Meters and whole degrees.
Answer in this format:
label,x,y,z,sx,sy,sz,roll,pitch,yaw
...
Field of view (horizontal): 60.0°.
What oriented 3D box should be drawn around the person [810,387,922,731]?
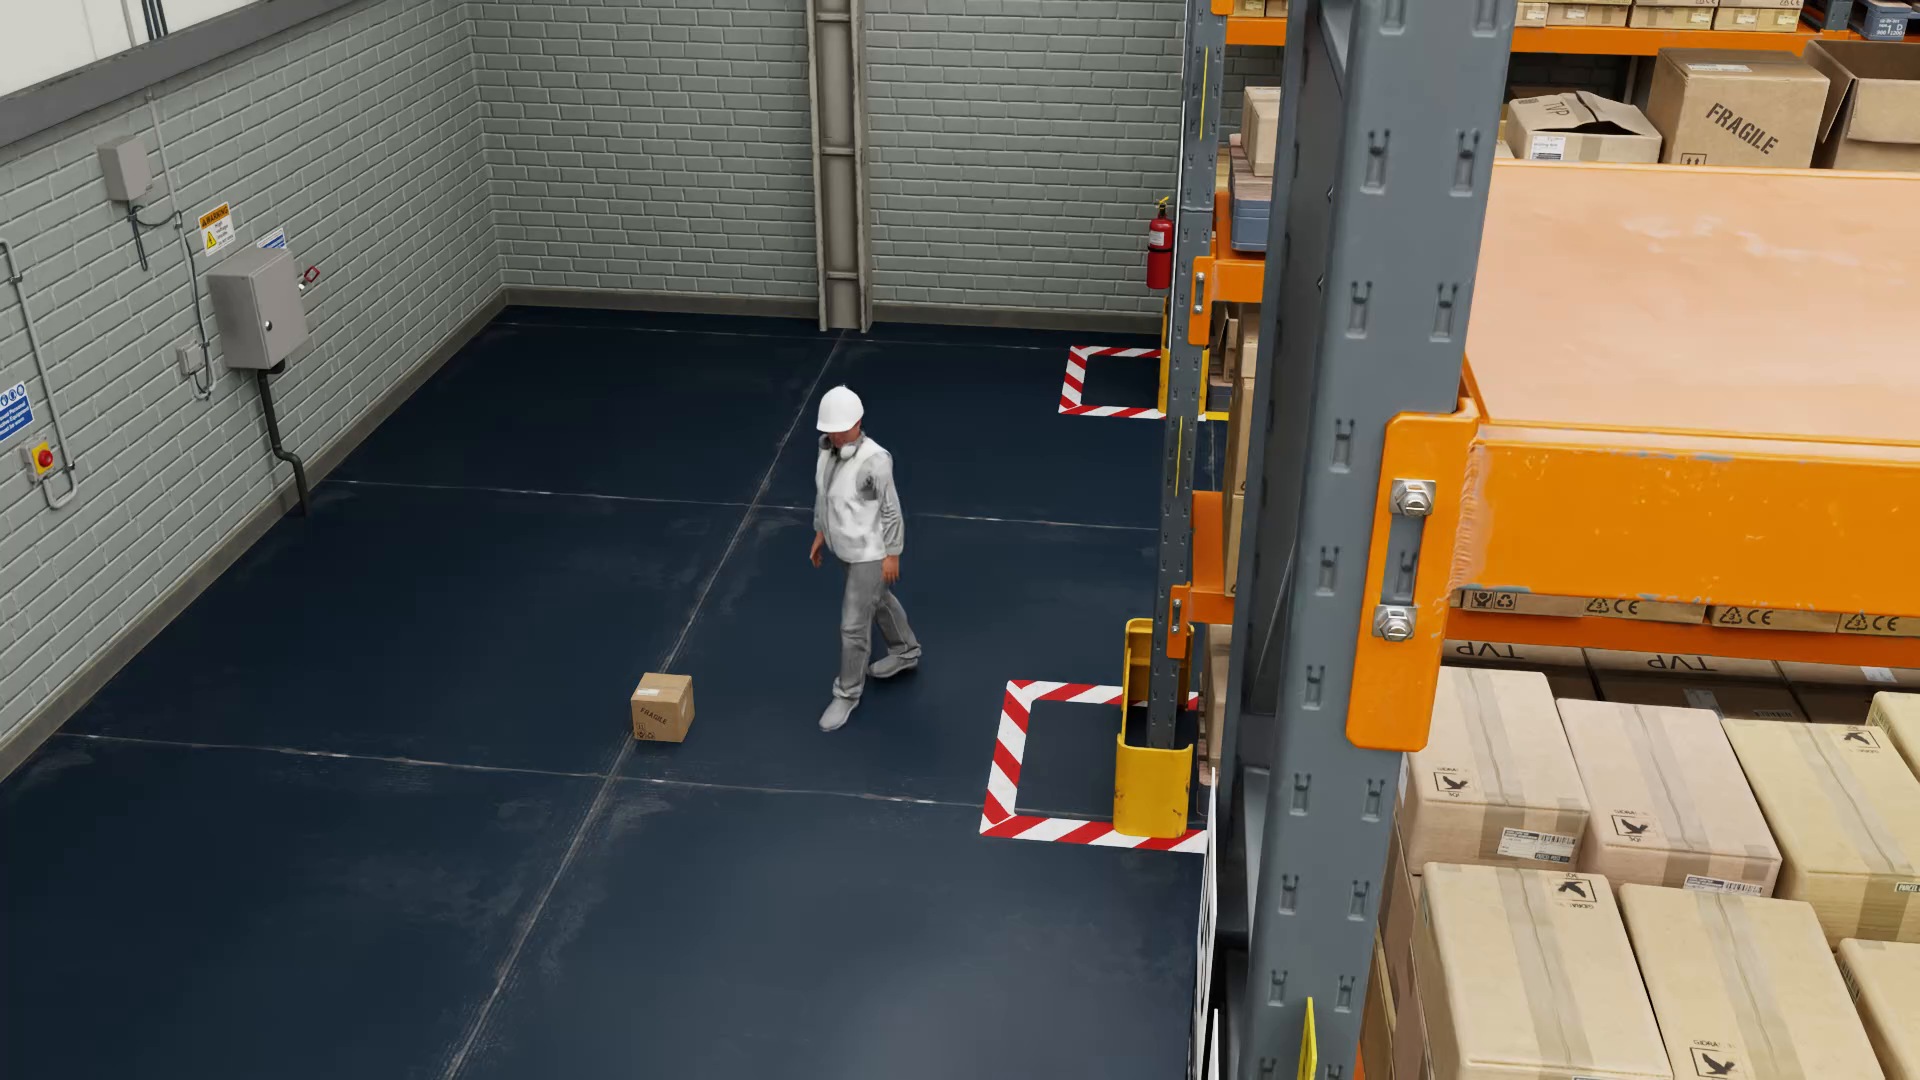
label,x,y,z,sx,sy,sz,roll,pitch,yaw
person,-0.520,0.034,8.536,0.741,1.781,0.551,-17,33,-29
